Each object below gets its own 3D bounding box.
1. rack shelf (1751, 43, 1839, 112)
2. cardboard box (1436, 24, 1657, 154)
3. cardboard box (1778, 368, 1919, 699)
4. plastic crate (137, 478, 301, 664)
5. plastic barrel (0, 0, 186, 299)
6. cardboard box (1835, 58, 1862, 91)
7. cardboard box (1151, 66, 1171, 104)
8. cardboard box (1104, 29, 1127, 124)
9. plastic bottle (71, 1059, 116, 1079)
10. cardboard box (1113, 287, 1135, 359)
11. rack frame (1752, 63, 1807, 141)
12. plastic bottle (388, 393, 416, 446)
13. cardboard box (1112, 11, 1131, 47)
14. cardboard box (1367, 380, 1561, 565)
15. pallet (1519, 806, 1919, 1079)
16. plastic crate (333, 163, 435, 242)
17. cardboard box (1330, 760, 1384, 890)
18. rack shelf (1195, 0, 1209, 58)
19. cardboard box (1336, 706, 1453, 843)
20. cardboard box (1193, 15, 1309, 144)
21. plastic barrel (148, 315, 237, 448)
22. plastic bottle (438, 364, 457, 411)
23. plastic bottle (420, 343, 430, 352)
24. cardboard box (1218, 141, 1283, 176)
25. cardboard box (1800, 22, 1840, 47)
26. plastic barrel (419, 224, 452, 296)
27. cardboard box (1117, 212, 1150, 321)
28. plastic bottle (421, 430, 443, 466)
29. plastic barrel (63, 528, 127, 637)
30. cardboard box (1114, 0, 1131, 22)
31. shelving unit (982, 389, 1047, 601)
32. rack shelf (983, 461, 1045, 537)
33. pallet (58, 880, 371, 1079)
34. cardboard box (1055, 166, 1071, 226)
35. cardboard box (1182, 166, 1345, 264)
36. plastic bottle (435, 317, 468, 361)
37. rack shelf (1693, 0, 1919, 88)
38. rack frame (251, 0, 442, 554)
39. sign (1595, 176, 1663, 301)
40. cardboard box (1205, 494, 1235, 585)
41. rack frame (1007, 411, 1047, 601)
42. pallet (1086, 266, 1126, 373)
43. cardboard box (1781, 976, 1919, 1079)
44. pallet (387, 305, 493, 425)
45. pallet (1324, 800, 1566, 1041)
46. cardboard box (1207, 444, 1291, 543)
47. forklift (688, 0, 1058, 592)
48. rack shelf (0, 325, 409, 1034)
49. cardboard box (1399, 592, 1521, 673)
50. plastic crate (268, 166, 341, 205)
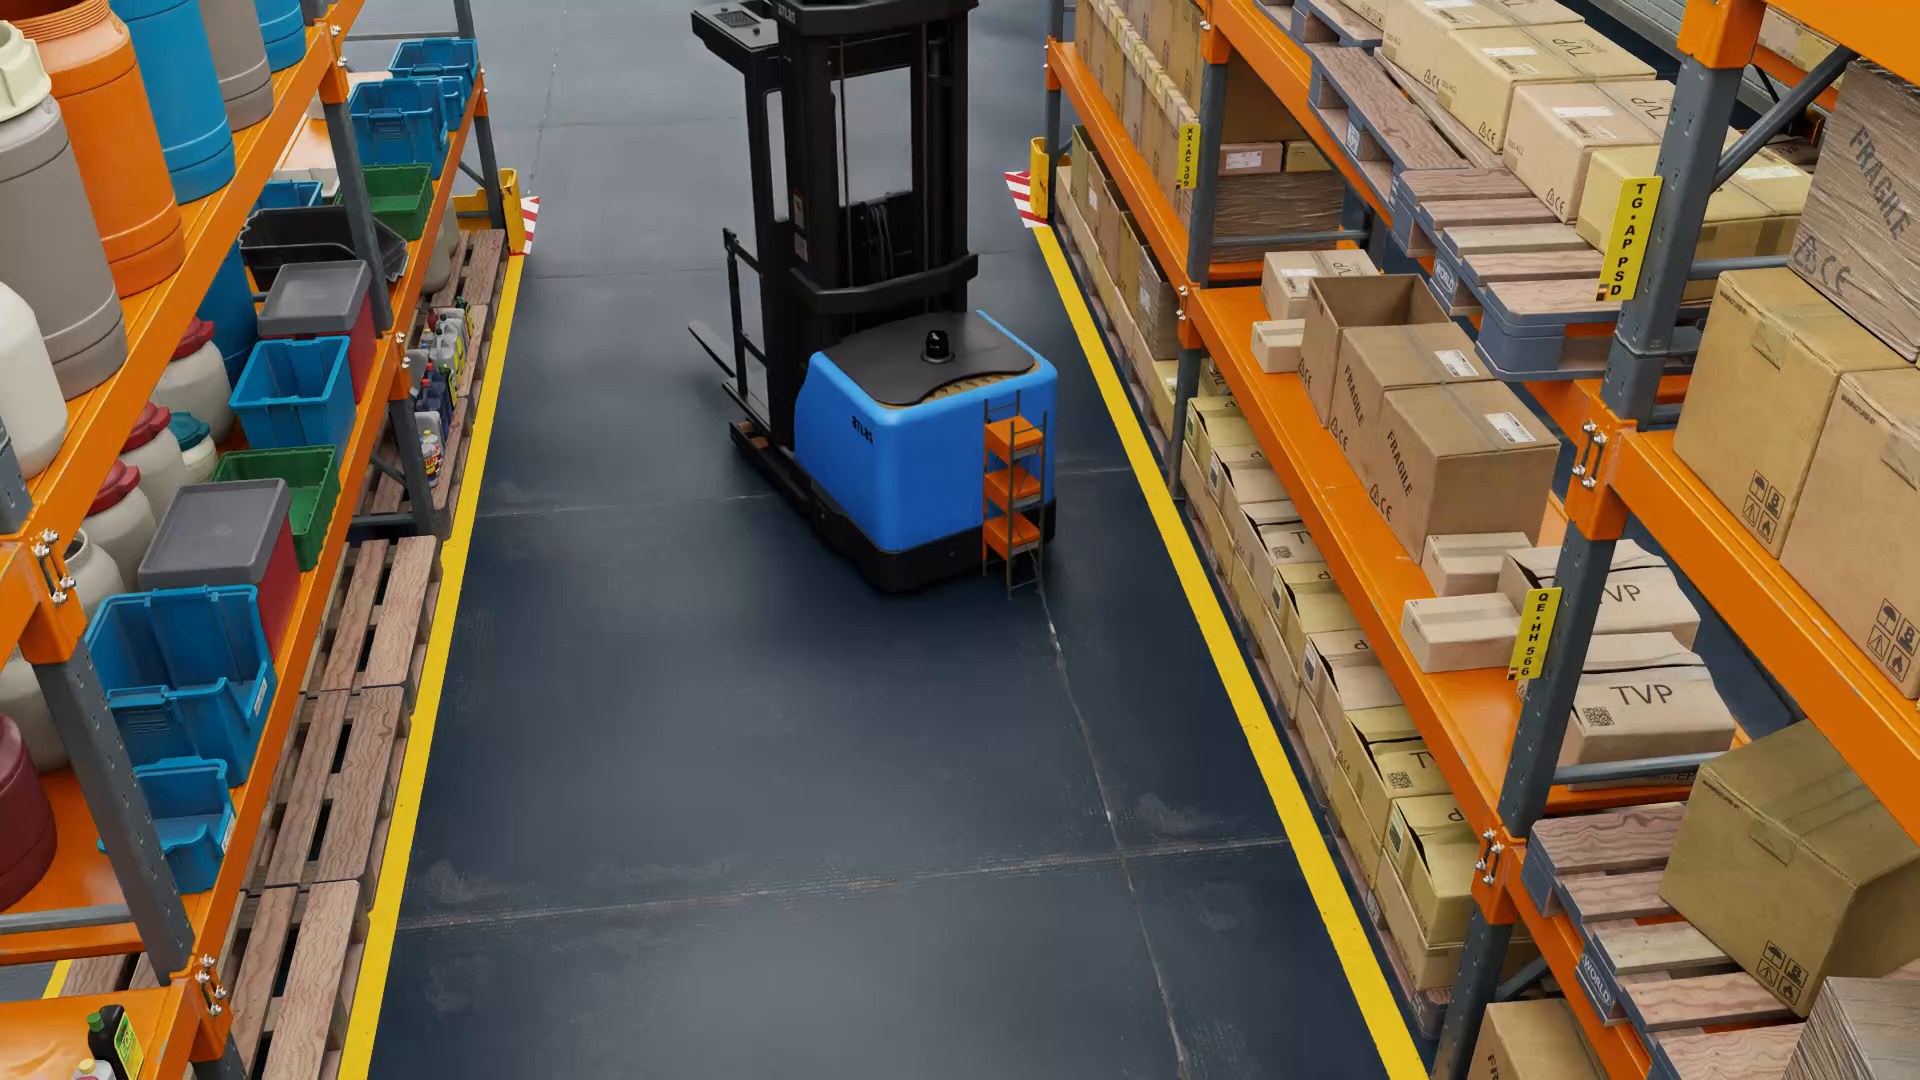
[{"bbox_3d":[6.303,-2.721,10.846,1.077,0.370,4.000,-4,35,-6],"label":"rack shelf"},{"bbox_3d":[1.931,-1.504,5.518,0.500,0.250,0.500,-5,35,-7],"label":"cardboard box"},{"bbox_3d":[2.363,-0.048,3.533,0.910,0.500,0.500,-4,35,-6],"label":"cardboard box"},{"bbox_3d":[-2.621,0.129,5.969,0.402,0.464,0.583,-4,35,-6],"label":"plastic crate"},{"bbox_3d":[-2.690,-1.176,4.896,0.600,0.830,0.708,-4,35,-6],"label":"plastic barrel"},{"bbox_3d":[5.998,-2.928,10.627,0.500,0.250,0.500,-4,34,-6],"label":"cardboard box"},{"bbox_3d":[1.280,-2.537,9.274,0.380,0.149,0.250,-5,35,-7],"label":"cardboard box"},{"bbox_3d":[1.313,-2.966,10.479,0.700,0.500,0.500,-4,34,-6],"label":"cardboard box"},{"bbox_3d":[-2.232,1.422,4.305,0.097,0.201,0.097,0,34,0],"label":"plastic bottle"},{"bbox_3d":[1.246,-1.362,10.282,0.500,0.250,0.500,-4,35,-6],"label":"cardboard box"},{"bbox_3d":[6.034,-4.134,12.281,1.000,3.000,0.127,-4,35,-6],"label":"rack frame"},{"bbox_3d":[-3.085,-0.710,9.218,0.144,0.351,0.185,-4,35,-6],"label":"plastic bottle"},{"bbox_3d":[1.141,-3.112,10.117,0.380,0.149,0.250,-5,35,-7],"label":"cardboard box"},{"bbox_3d":[1.960,-0.269,6.521,0.500,0.500,0.500,-6,35,-9],"label":"cardboard box"},{"bbox_3d":[2.363,1.160,4.684,1.213,0.211,1.003,-4,35,-6],"label":"pallet"},{"bbox_3d":[-3.148,-1.843,9.107,0.450,0.188,0.662,-4,35,-6],"label":"plastic crate"},{"bbox_3d":[1.817,1.108,6.658,0.500,0.250,0.500,-5,35,-7],"label":"cardboard box"},{"bbox_3d":[1.395,-3.583,9.448,1.077,0.370,4.000,-4,35,-6],"label":"rack shelf"},{"bbox_3d":[1.811,0.875,6.501,0.500,0.311,0.500,-5,35,-7],"label":"cardboard box"},{"bbox_3d":[1.598,-2.349,8.421,0.700,0.500,0.500,-4,34,-6],"label":"cardboard box"},{"bbox_3d":[-3.334,-0.657,7.059,0.433,0.535,0.433,0,34,0],"label":"plastic barrel"},{"bbox_3d":[-2.949,-0.893,9.547,0.061,0.283,0.133,-3,34,-4],"label":"plastic bottle"},{"bbox_3d":[-3.164,-1.072,9.882,0.097,0.201,0.097,0,34,0],"label":"plastic bottle"},{"bbox_3d":[1.415,-1.969,8.440,0.380,0.149,0.250,-4,35,-6],"label":"cardboard box"},{"bbox_3d":[5.920,-3.536,10.853,0.500,0.500,0.500,-5,35,-8],"label":"cardboard box"},{"bbox_3d":[-3.551,-1.888,10.822,0.421,0.512,0.421,0,34,0],"label":"plastic barrel"},{"bbox_3d":[1.258,-1.673,10.072,0.500,0.500,0.500,-4,35,-6],"label":"cardboard box"},{"bbox_3d":[-2.881,-0.501,9.045,0.097,0.201,0.097,0,34,0],"label":"plastic bottle"},{"bbox_3d":[-3.114,0.241,5.761,0.421,0.512,0.421,0,34,0],"label":"plastic barrel"},{"bbox_3d":[1.328,-3.469,10.064,0.700,0.500,0.500,-4,35,-6],"label":"cardboard box"},{"bbox_3d":[0.266,-0.212,8.257,0.215,1.050,0.252,-18,38,-24],"label":"shelving unit"},{"bbox_3d":[0.266,-0.203,8.263,0.215,0.259,0.240,-18,38,-24],"label":"rack shelf"},{"bbox_3d":[-2.773,1.798,6.053,1.003,0.211,1.213,-4,35,-6],"label":"pallet"},{"bbox_3d":[0.978,-2.478,11.920,0.500,0.250,0.500,-4,35,-6],"label":"cardboard box"},{"bbox_3d":[1.598,-1.813,8.787,0.700,0.500,0.500,-5,35,-8],"label":"cardboard box"},{"bbox_3d":[-3.076,-1.228,10.045,0.152,0.276,0.135,-5,35,-8],"label":"plastic bottle"},{"bbox_3d":[2.471,-0.193,2.165,1.077,0.370,4.000,-4,35,-6],"label":"rack shelf"},{"bbox_3d":[-3.245,-1.151,7.905,1.000,3.000,0.127,-4,35,-6],"label":"rack frame"},{"bbox_3d":[1.651,-0.741,4.109,0.100,0.325,0.005,-4,35,-6],"label":"sign"},{"bbox_3d":[1.540,-0.033,8.332,0.500,0.250,0.500,-4,34,-5],"label":"cardboard box"},{"bbox_3d":[0.327,-0.153,8.170,0.200,1.050,0.008,-18,38,-24],"label":"rack frame"},{"bbox_3d":[1.431,-1.502,10.894,1.003,0.211,1.213,-4,35,-6],"label":"pallet"},{"bbox_3d":[2.332,1.360,3.757,0.700,0.500,0.500,2,34,3],"label":"cardboard box"},{"bbox_3d":[-3.461,-1.059,10.246,1.003,0.211,1.213,-4,35,-6],"label":"pallet"},{"bbox_3d":[2.130,1.398,6.640,1.003,0.211,1.213,-4,35,-6],"label":"pallet"},{"bbox_3d":[1.535,-0.264,8.174,0.500,0.311,0.500,-5,35,-7],"label":"cardboard box"},{"bbox_3d":[-0.672,-1.754,8.850,1.130,2.935,3.031,-18,38,-24],"label":"forklift"},{"bbox_3d":[-2.976,0.262,6.470,1.077,0.370,4.000,-4,35,-6],"label":"rack shelf"},{"bbox_3d":[1.807,0.330,5.953,0.380,0.149,0.250,-4,35,-6],"label":"cardboard box"},{"bbox_3d":[-3.714,-1.929,9.280,0.530,0.136,0.437,-4,35,-6],"label":"plastic crate"}]
